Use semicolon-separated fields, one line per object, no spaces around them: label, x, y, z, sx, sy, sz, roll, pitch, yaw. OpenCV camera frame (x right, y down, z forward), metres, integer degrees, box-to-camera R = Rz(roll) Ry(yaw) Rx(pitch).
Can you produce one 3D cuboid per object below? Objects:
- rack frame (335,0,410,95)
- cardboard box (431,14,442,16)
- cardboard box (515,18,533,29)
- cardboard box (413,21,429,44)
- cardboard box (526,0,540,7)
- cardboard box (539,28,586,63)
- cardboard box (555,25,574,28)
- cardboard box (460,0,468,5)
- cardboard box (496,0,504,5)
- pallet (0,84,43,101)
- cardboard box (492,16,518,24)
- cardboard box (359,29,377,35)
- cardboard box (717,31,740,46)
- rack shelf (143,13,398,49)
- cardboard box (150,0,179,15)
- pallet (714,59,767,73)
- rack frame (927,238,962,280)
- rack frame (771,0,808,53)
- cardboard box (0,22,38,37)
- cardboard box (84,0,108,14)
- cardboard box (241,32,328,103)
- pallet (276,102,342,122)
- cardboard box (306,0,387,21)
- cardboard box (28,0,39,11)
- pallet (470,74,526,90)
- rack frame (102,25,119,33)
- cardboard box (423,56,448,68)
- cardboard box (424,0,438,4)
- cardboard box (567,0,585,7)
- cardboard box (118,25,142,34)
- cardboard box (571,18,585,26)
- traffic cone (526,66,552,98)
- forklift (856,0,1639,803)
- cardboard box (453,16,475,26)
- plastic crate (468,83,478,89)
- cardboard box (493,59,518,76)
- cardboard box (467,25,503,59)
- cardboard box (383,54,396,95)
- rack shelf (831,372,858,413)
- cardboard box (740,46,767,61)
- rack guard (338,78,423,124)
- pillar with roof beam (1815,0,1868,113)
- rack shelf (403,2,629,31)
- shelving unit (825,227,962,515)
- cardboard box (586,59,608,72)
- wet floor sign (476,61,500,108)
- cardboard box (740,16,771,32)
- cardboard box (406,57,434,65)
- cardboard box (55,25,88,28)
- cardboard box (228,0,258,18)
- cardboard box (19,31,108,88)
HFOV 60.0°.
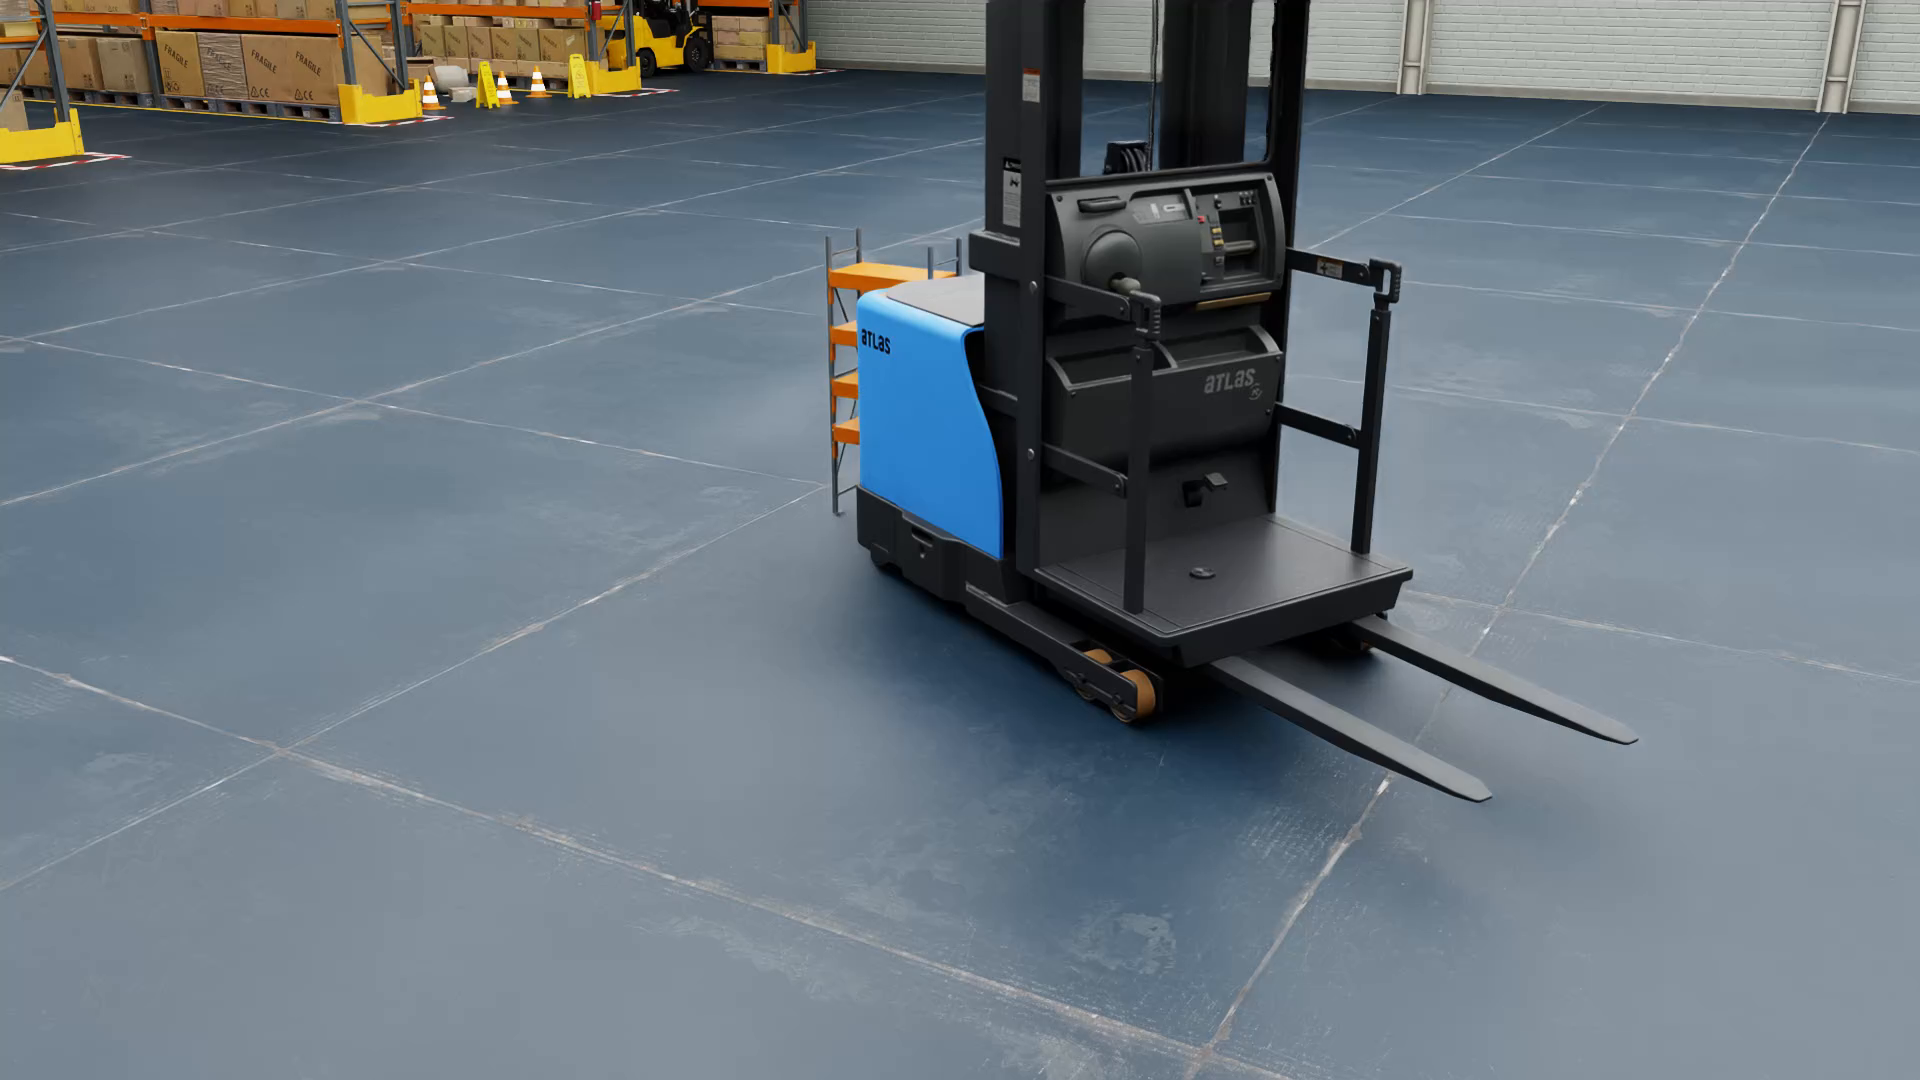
rack frame;-7.883;-7.146;22.166;0.127;3.000;1.000;11;23;27
cardboard box;-10.678;-10.779;34.280;0.250;0.149;0.380;10;22;25
cardboard box;-6.955;-8.338;26.817;0.250;0.149;0.380;11;23;28
cardboard box;-11.029;-10.560;34.627;0.500;0.500;0.500;10;22;26
cardboard box;-6.716;-8.609;26.566;0.250;0.149;0.380;11;23;28
cardboard box;-6.383;-7.949;26.697;0.500;0.500;0.500;11;23;28
cardboard box;-6.606;-8.199;27.387;0.500;0.500;0.500;10;22;25
cardboard box;-7.991;-8.887;27.335;0.250;0.149;0.380;11;23;27
cardboard box;-7.313;-8.777;27.030;0.250;0.149;0.380;11;23;27
pallet;-14.215;-7.012;25.885;1.213;0.211;1.003;11;23;27
cardboard box;-9.011;-10.312;33.760;0.625;0.625;0.875;12;23;29
cardboard box;-12.400;-10.815;35.331;0.500;0.500;0.500;10;22;26
cardboard box;-4.149;-9.329;30.867;0.500;0.250;0.500;11;22;27
rack shelf;-9.629;-7.140;23.205;4.000;0.370;1.077;11;23;27
cardboard box;-11.047;-7.824;23.814;0.550;0.550;0.875;11;23;27
pallet;-3.827;-8.918;31.141;1.213;0.211;1.003;11;23;27
rack frame;-0.061;-0.621;6.817;0.015;1.200;0.240;12;23;29
rack frame;-3.139;-10.114;30.350;0.127;3.000;1.000;11;23;27
cardboard box;-10.522;-5.686;18.510;0.250;0.149;0.380;11;23;27
cardboard box;-12.402;-7.949;24.234;0.500;0.500;0.500;11;22;27
cardboard box;-9.276;-6.583;23.115;0.875;0.875;0.875;10;22;26
pallet;-8.619;-5.945;22.943;1.213;0.211;1.003;11;23;27
cardboard box;-8.229;-7.264;22.273;0.550;0.550;0.875;11;23;27
cardboard box;-13.721;-8.200;24.926;0.500;0.500;0.500;11;23;27
pallet;-7.376;-7.687;27.746;1.213;0.211;1.003;11;23;27
rack frame;-16.033;-10.632;31.776;0.127;3.000;1.000;11;23;27
cardboard box;-8.665;-8.028;28.013;0.500;0.250;0.500;10;22;25
cardboard box;-8.684;-9.009;27.670;0.250;0.149;0.380;12;23;29
cardboard box;-5.988;-8.517;26.313;0.250;0.149;0.380;12;23;29
cardboard box;-15.453;-9.751;31.848;0.875;0.875;0.875;12;23;29
cardboard box;-7.092;-9.944;32.747;0.625;0.625;0.875;12;23;30
traffic cone;-6.561;-7.131;25.845;0.334;0.463;0.336;11;23;27
forklift;0.811;-0.983;5.276;1.130;2.935;3.031;-12;23;-31
cardboard box;-8.136;-8.562;27.434;0.250;0.149;0.380;12;23;29
plastic crate;-8.078;-7.424;27.213;0.583;0.080;0.402;3;20;9
cardboard box;-7.302;-7.769;27.301;0.500;0.250;0.500;10;22;25
cardboard box;-7.741;-8.208;27.411;0.500;0.500;0.500;12;23;30
cardboard box;-9.145;-7.218;25.826;0.503;0.637;0.797;11;23;27
rack shelf;-0.270;-0.600;6.958;0.480;0.148;0.258;12;23;29
cardboard box;-3.704;-9.003;30.703;0.500;0.250;0.500;11;23;28
rack guard;-7.862;-5.967;22.581;0.348;0.500;1.175;11;23;27
pillar with roof beam;10.307;-9.044;18.600;0.400;9.000;9.100;11;23;27
rack shelf;-7.303;-8.631;27.314;4.000;0.370;1.077;11;23;27
shelving unit;-0.270;-0.664;6.935;0.503;1.200;0.258;12;23;29
cardboard box;-6.126;-7.757;27.268;0.500;0.250;0.500;11;22;27
wet floor sign;-6.892;-6.624;24.179;0.232;0.644;0.267;7;21;18
cardboard box;-3.693;-9.473;30.532;0.500;0.250;0.500;12;23;29
cardboard box;-8.777;-7.544;26.926;0.500;0.500;0.500;-7;21;-20
cardboard box;-18.097;-10.060;33.342;0.875;0.438;0.875;11;23;29
cardboard box;-9.630;-7.556;23.076;0.500;0.550;0.875;11;23;27
cardboard box;-13.614;-7.344;25.394;0.750;0.750;1.050;11;23;28
